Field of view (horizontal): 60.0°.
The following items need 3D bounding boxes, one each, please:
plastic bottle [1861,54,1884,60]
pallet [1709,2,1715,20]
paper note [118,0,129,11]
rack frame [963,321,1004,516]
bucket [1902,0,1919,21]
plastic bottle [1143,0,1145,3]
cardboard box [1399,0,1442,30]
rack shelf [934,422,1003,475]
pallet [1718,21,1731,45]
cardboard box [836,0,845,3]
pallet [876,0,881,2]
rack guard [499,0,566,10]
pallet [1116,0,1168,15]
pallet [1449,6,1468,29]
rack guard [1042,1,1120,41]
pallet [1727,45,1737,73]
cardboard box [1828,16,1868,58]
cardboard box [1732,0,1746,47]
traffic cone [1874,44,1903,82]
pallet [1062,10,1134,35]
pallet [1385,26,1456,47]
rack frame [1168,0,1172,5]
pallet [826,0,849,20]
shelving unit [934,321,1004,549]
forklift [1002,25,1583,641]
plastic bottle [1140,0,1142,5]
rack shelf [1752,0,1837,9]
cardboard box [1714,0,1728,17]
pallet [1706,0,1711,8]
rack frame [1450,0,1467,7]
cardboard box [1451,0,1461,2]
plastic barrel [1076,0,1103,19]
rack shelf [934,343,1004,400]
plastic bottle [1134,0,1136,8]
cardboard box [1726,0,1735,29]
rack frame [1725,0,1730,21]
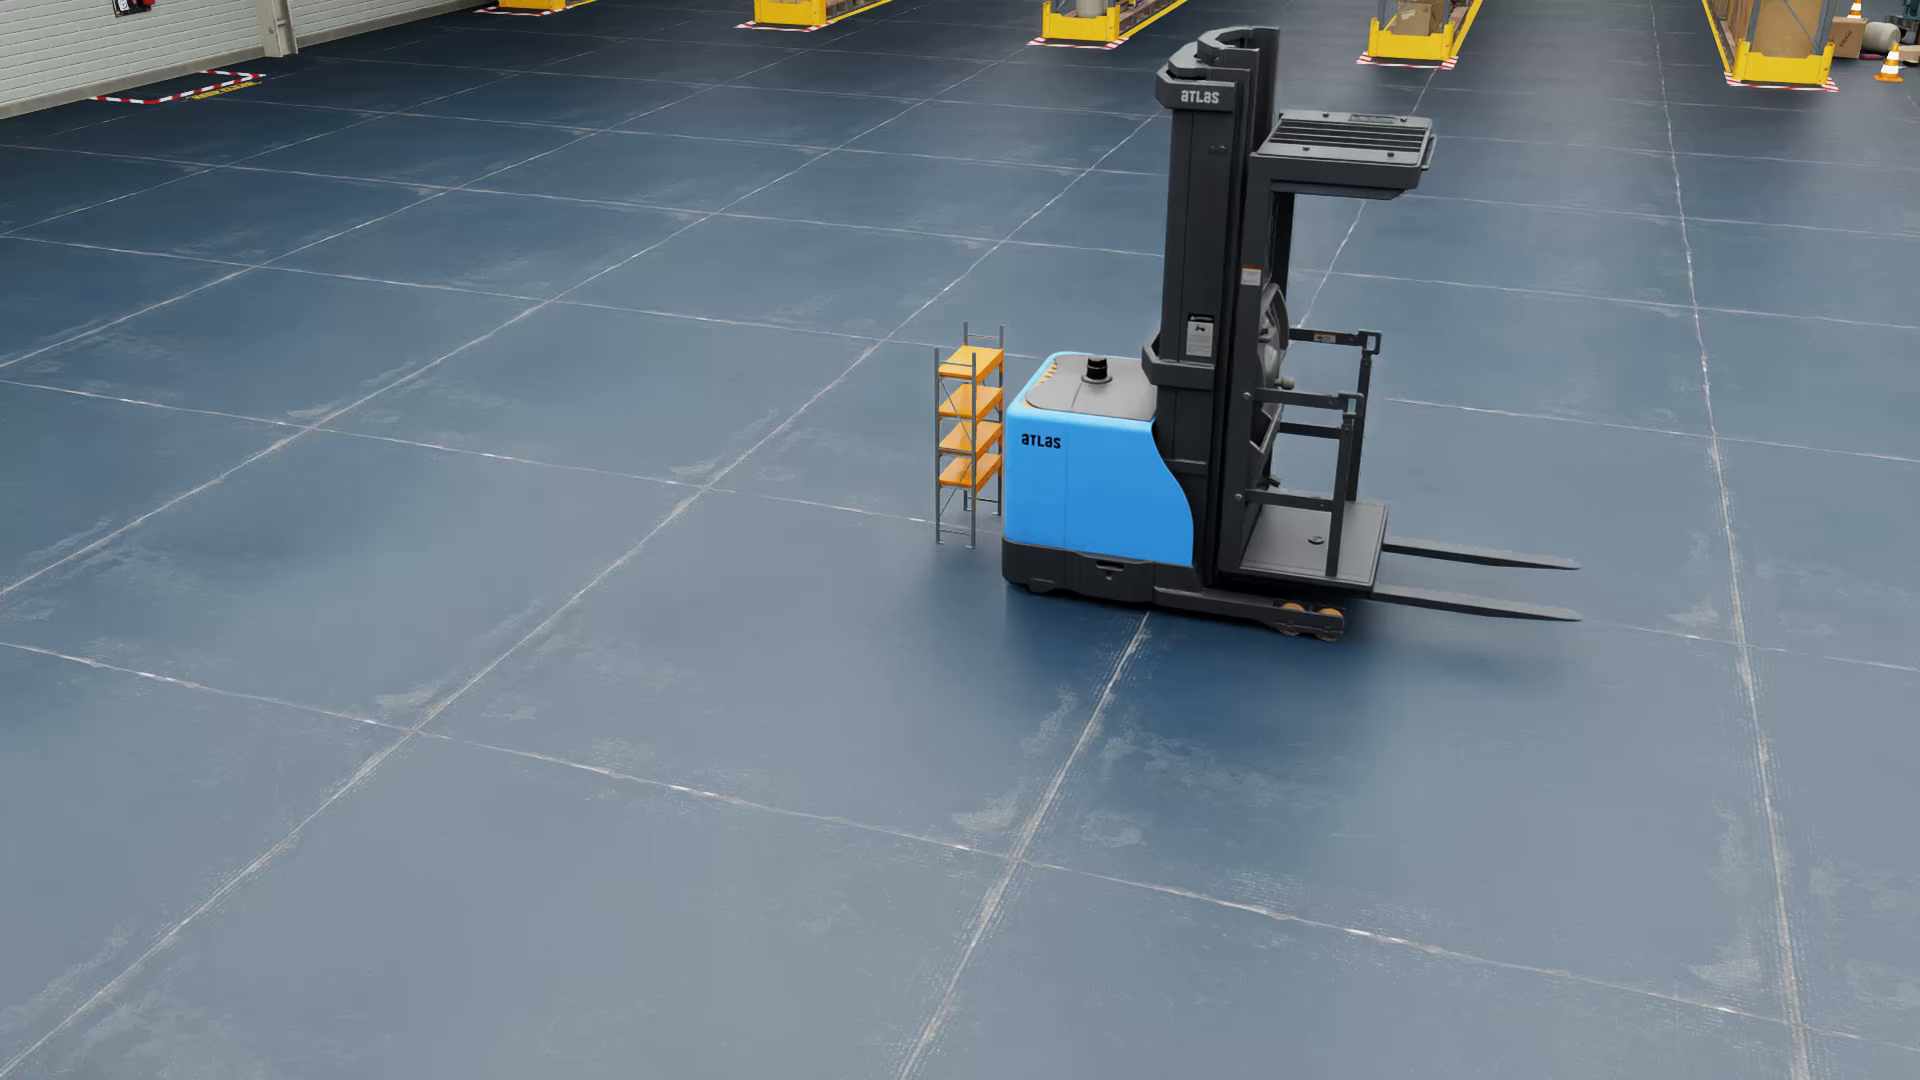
[{"bbox_3d":[13.283,-7.032,24.204,0.283,0.061,0.133,0,26,-1],"label":"plastic bottle"},{"bbox_3d":[13.131,-8.877,27.842,1.003,0.211,1.213,9,27,17],"label":"pallet"},{"bbox_3d":[-11.009,-7.051,21.882,0.016,0.148,0.142,9,27,17],"label":"paper note"},{"bbox_3d":[0.136,-0.708,9.836,0.240,1.200,0.015,9,27,17],"label":"rack frame"},{"bbox_3d":[14.669,-8.122,25.094,0.726,0.611,0.620,20,22,35],"label":"bucket"},{"bbox_3d":[3.041,-9.082,27.772,0.097,0.201,0.097,0,26,0],"label":"plastic bottle"},{"bbox_3d":[6.956,-7.987,25.190,0.500,0.500,0.500,17,30,31],"label":"cardboard box"},{"bbox_3d":[0.055,-0.548,9.658,0.258,0.148,0.480,9,27,17],"label":"rack shelf"},{"bbox_3d":[12.214,-7.745,25.504,1.003,0.211,1.213,9,27,17],"label":"pallet"},{"bbox_3d":[-2.223,-9.202,27.986,0.500,0.250,0.500,9,27,17],"label":"cardboard box"},{"bbox_3d":[-1.748,-9.924,30.005,1.003,0.211,1.213,9,27,17],"label":"pallet"},{"bbox_3d":[-7.422,-9.479,28.754,1.175,0.500,0.348,9,27,17],"label":"rack guard"},{"bbox_3d":[2.963,-9.255,28.623,1.003,0.211,1.213,9,27,17],"label":"pallet"},{"bbox_3d":[7.707,-8.526,27.117,1.003,0.211,1.213,9,27,17],"label":"pallet"},{"bbox_3d":[1.876,-8.049,25.801,1.175,0.500,0.348,9,27,17],"label":"rack guard"},{"bbox_3d":[11.402,-6.742,23.433,1.003,0.211,1.213,9,27,17],"label":"pallet"},{"bbox_3d":[12.992,-7.390,24.437,0.500,0.500,0.500,14,29,26],"label":"cardboard box"},{"bbox_3d":[11.664,-7.540,23.837,0.875,0.875,0.875,8,27,17],"label":"cardboard box"},{"bbox_3d":[12.725,-6.528,22.701,0.336,0.463,0.334,9,27,17],"label":"traffic cone"},{"bbox_3d":[2.151,-8.252,26.552,1.003,0.211,1.213,9,27,17],"label":"pallet"},{"bbox_3d":[6.895,-7.523,25.046,1.003,0.211,1.213,9,27,17],"label":"pallet"},{"bbox_3d":[3.226,-10.780,28.573,1.000,3.000,0.127,9,27,17],"label":"rack frame"},{"bbox_3d":[-2.560,-8.922,27.934,1.003,0.211,1.213,9,27,17],"label":"pallet"},{"bbox_3d":[0.055,-0.608,9.629,0.258,1.200,0.503,9,27,17],"label":"shelving unit"},{"bbox_3d":[1.805,-1.053,8.561,3.031,2.935,1.130,8,27,16],"label":"forklift"},{"bbox_3d":[2.973,-8.998,27.597,0.097,0.201,0.097,0,26,0],"label":"plastic bottle"},{"bbox_3d":[11.875,-8.155,23.977,1.077,0.370,4.000,9,27,17],"label":"rack shelf"},{"bbox_3d":[12.662,-8.746,26.471,1.050,0.750,0.750,9,27,17],"label":"cardboard box"},{"bbox_3d":[13.538,-9.377,28.874,1.003,0.211,1.213,9,27,17],"label":"pallet"},{"bbox_3d":[7.897,-10.062,27.090,1.000,3.000,0.127,9,27,17],"label":"rack frame"},{"bbox_3d":[8.122,-9.384,28.053,0.700,0.500,0.500,7,27,13],"label":"cardboard box"},{"bbox_3d":[2.042,-8.487,26.210,0.421,0.512,0.421,0,26,0],"label":"plastic barrel"},{"bbox_3d":[0.055,-0.962,9.458,0.258,0.148,0.480,9,27,17],"label":"rack shelf"},{"bbox_3d":[2.827,-8.817,27.225,0.097,0.201,0.097,0,26,0],"label":"plastic bottle"},{"bbox_3d":[12.265,-8.286,25.377,0.875,0.875,0.875,9,27,18],"label":"cardboard box"},{"bbox_3d":[12.541,-9.301,25.518,1.000,3.000,0.127,9,27,17],"label":"rack frame"}]
